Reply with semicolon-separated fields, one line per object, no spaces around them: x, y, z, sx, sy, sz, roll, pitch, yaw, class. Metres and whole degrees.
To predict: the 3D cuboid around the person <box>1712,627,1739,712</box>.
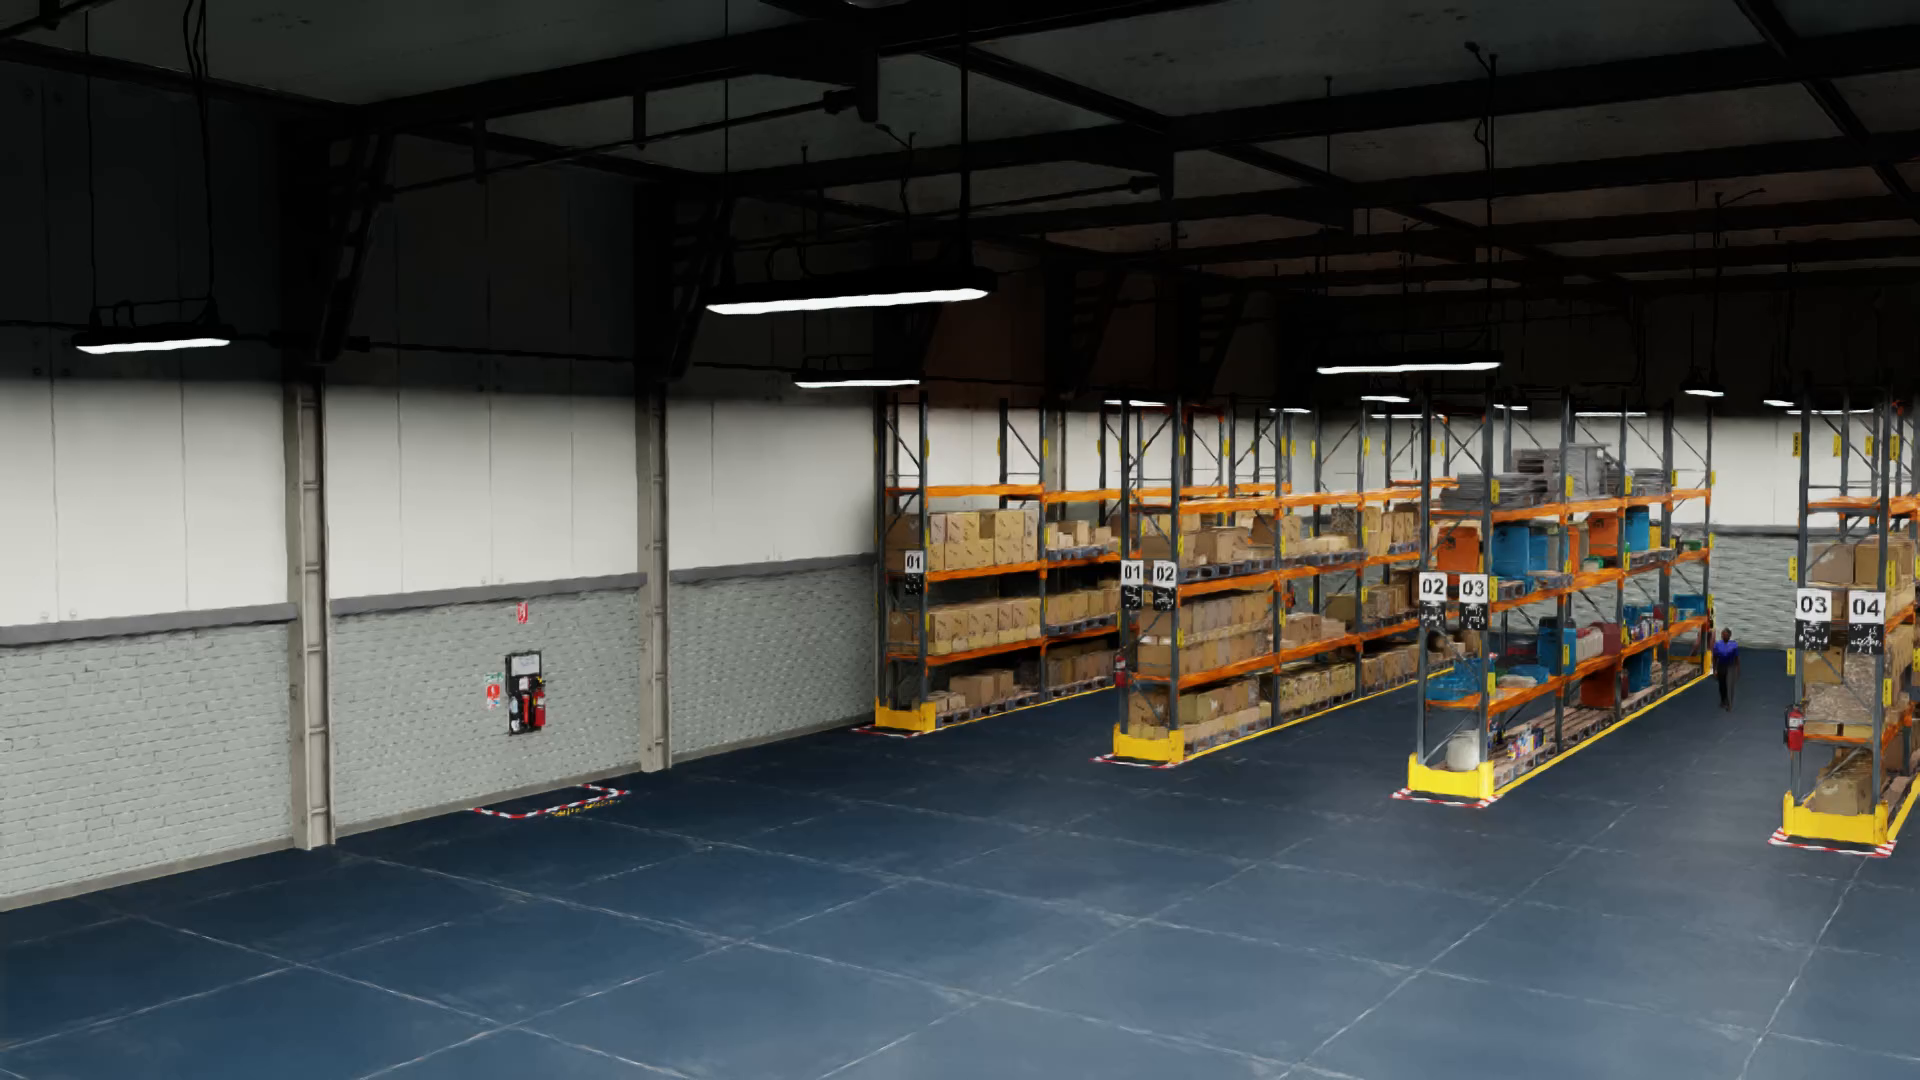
14.567;2.438;31.668;0.441;1.572;1.088;2;4;33;person

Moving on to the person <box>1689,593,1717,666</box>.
17.051;2.053;38.262;0.654;1.663;0.474;0;3;-9;person
